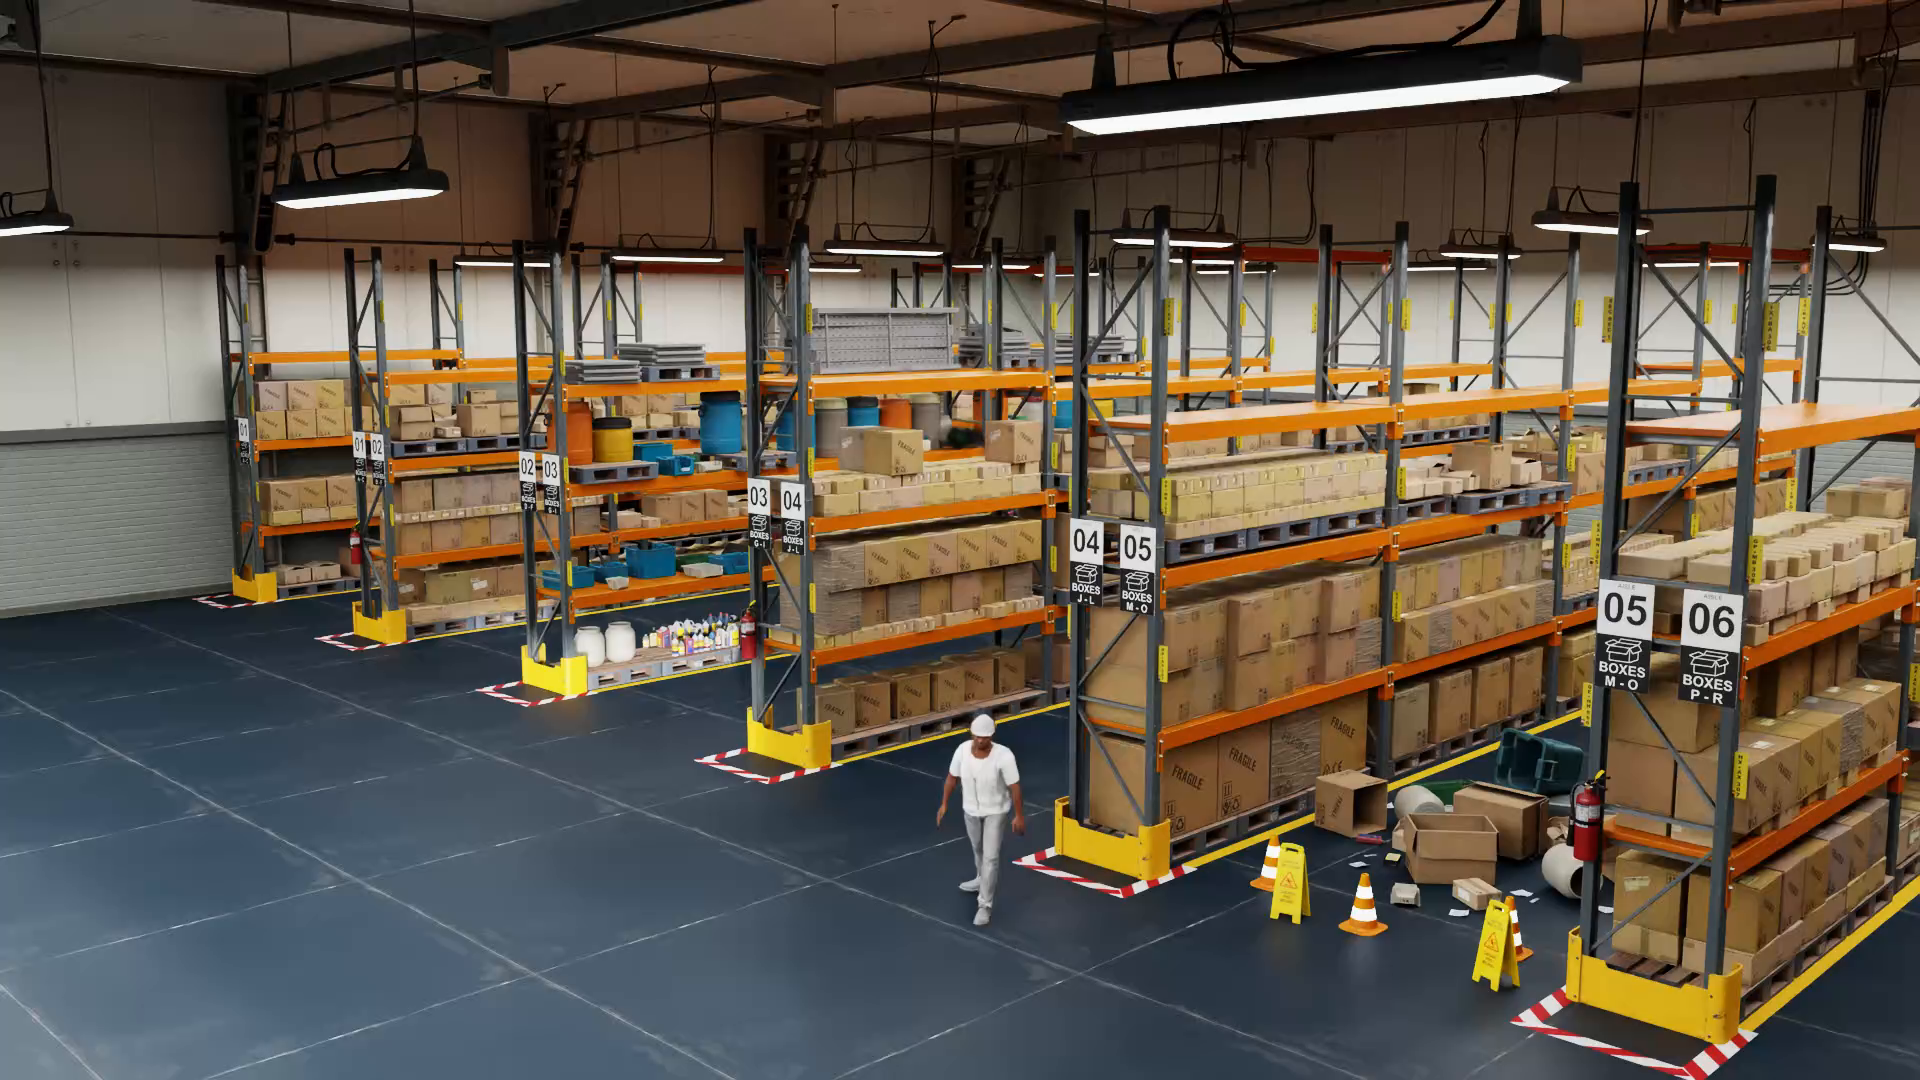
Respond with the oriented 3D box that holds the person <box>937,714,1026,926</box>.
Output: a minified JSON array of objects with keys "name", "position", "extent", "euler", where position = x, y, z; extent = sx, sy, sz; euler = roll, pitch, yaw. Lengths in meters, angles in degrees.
[{"name":"person","position":[0.197,2.311,14.206],"extent":[0.734,1.723,0.871],"euler":[5,9,29]}]

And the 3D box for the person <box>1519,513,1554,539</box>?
[{"name":"person","position":[11.142,-0.201,32.292],"extent":[0.757,1.701,1.055],"euler":[1,8,10]}]
